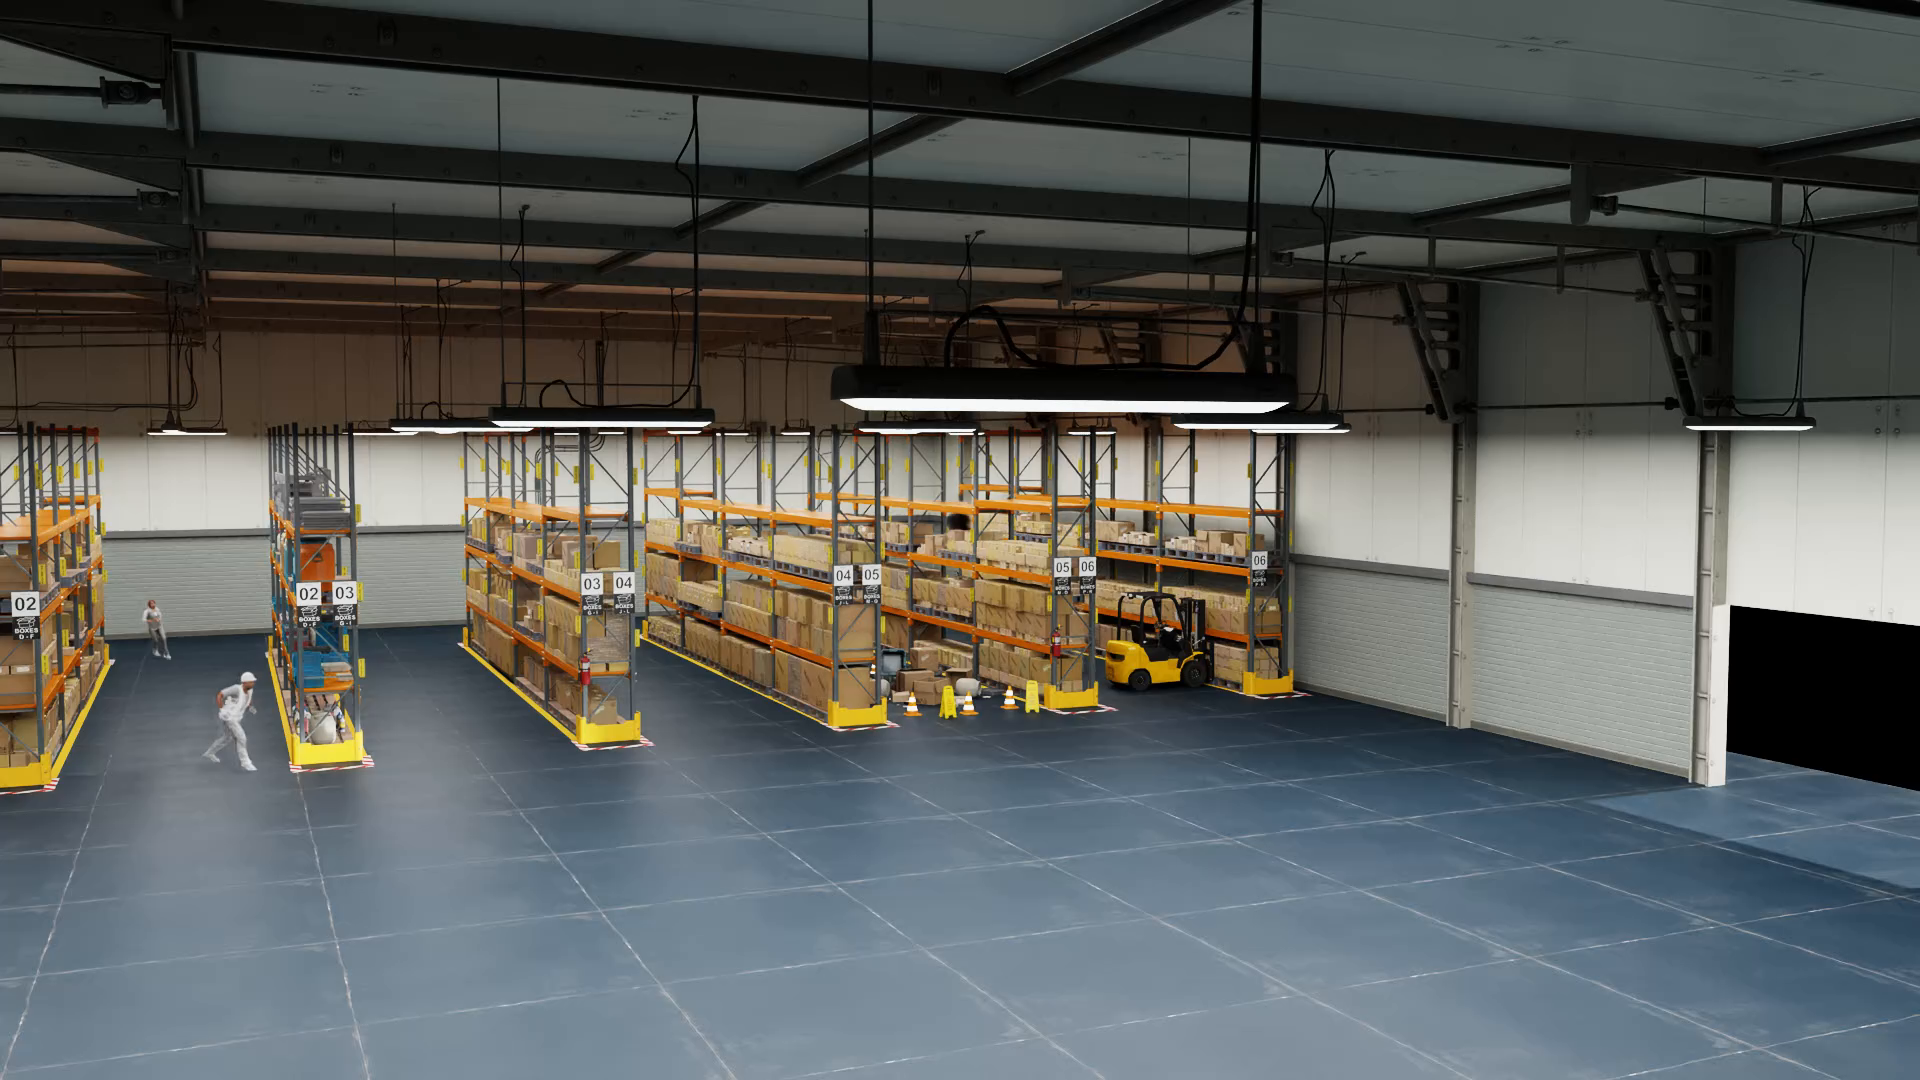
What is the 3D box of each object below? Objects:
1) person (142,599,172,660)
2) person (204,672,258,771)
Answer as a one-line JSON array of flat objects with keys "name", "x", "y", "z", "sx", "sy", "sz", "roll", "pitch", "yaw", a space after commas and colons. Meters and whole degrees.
[{"name": "person", "x": -20.875, "y": 2.335, "z": 43.056, "sx": 0.776, "sy": 1.575, "sz": 0.601, "roll": 3, "pitch": 5, "yaw": 44}, {"name": "person", "x": -12.619, "y": 3.141, "z": 28.714, "sx": 1.049, "sy": 1.735, "sz": 0.731, "roll": 1, "pitch": 4, "yaw": 13}]
